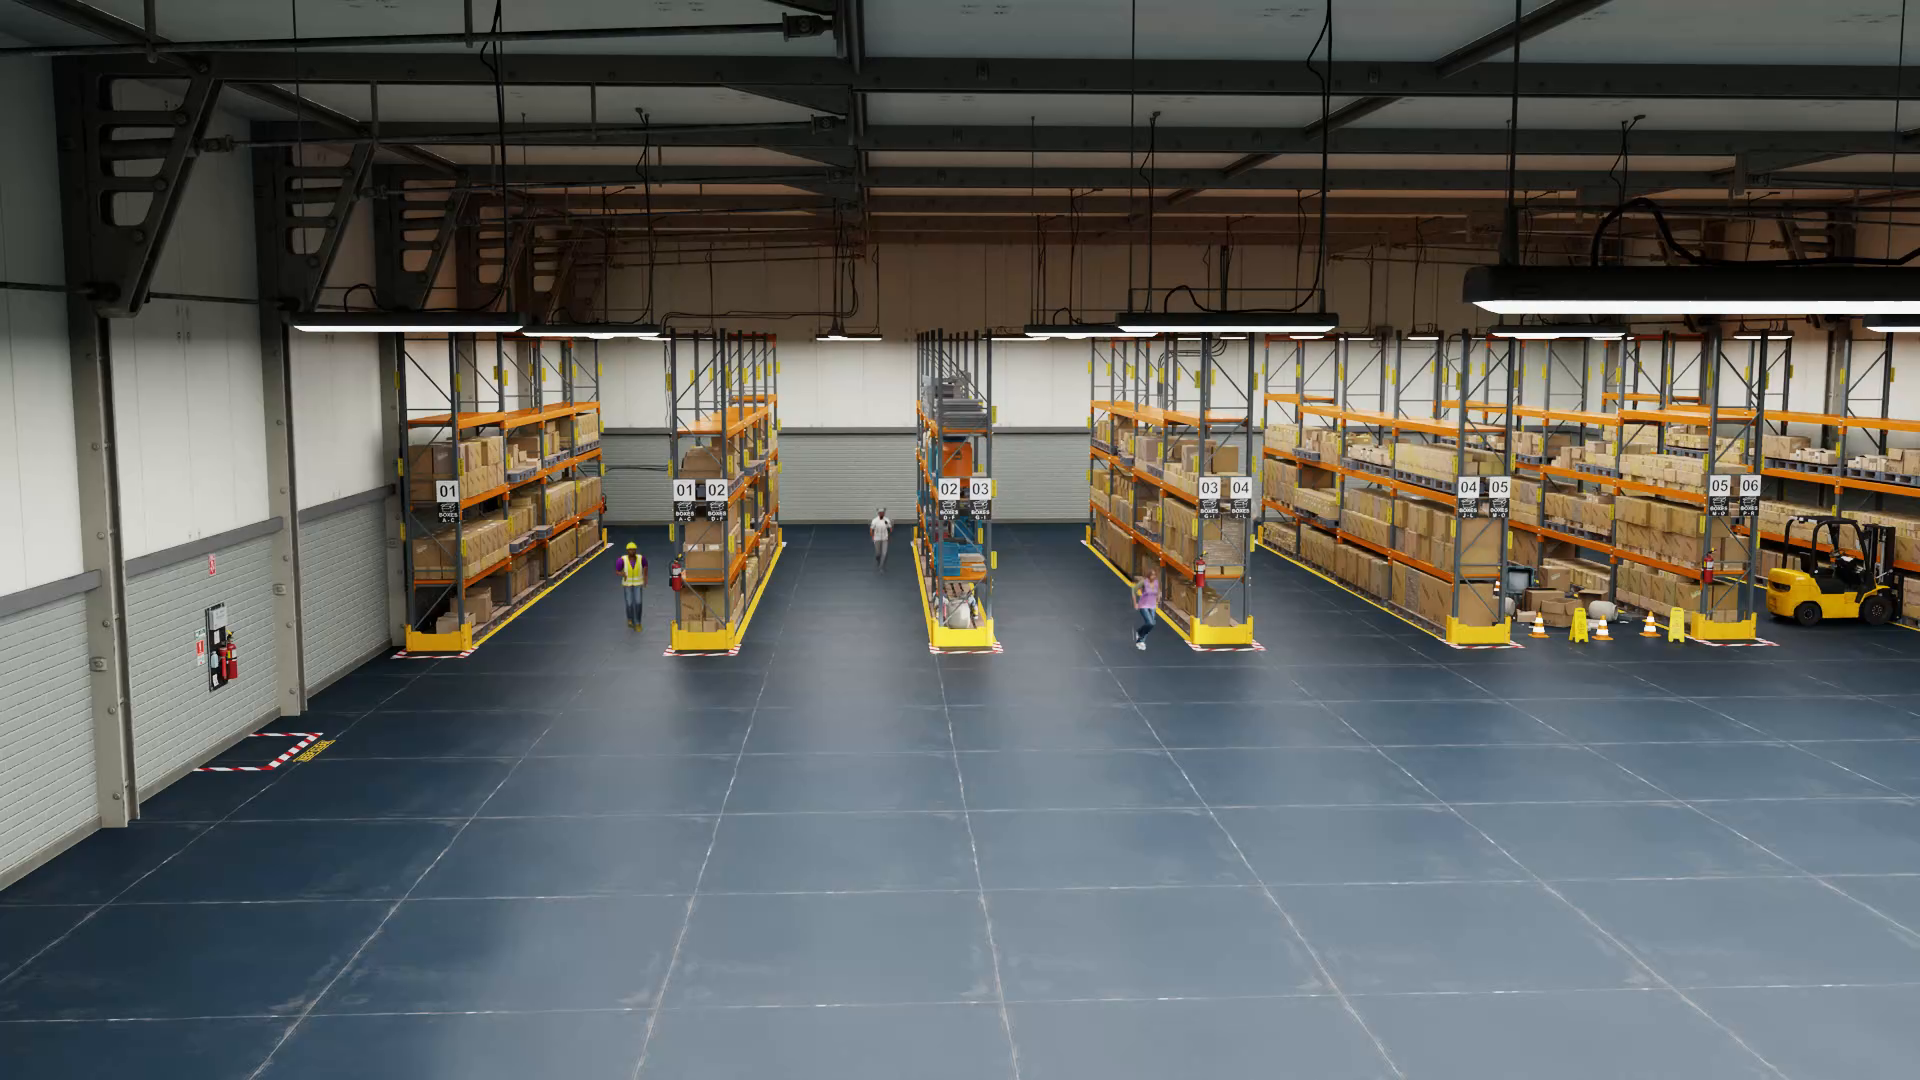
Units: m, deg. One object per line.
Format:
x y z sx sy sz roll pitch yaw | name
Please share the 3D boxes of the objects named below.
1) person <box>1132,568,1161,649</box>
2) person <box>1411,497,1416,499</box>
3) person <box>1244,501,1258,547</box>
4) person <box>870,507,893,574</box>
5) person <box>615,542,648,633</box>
3.534 1.288 31.179 0.511 1.540 0.587 -4 8 -31 | person
11.799 -0.233 43.356 0.668 1.787 0.853 -3 7 -20 | person
7.714 -0.425 44.895 0.699 1.748 0.671 0 7 -1 | person
-1.975 -0.012 41.802 0.585 1.667 0.604 -1 7 -8 | person
-6.559 0.939 33.251 0.628 1.812 0.827 -1 7 -10 | person
